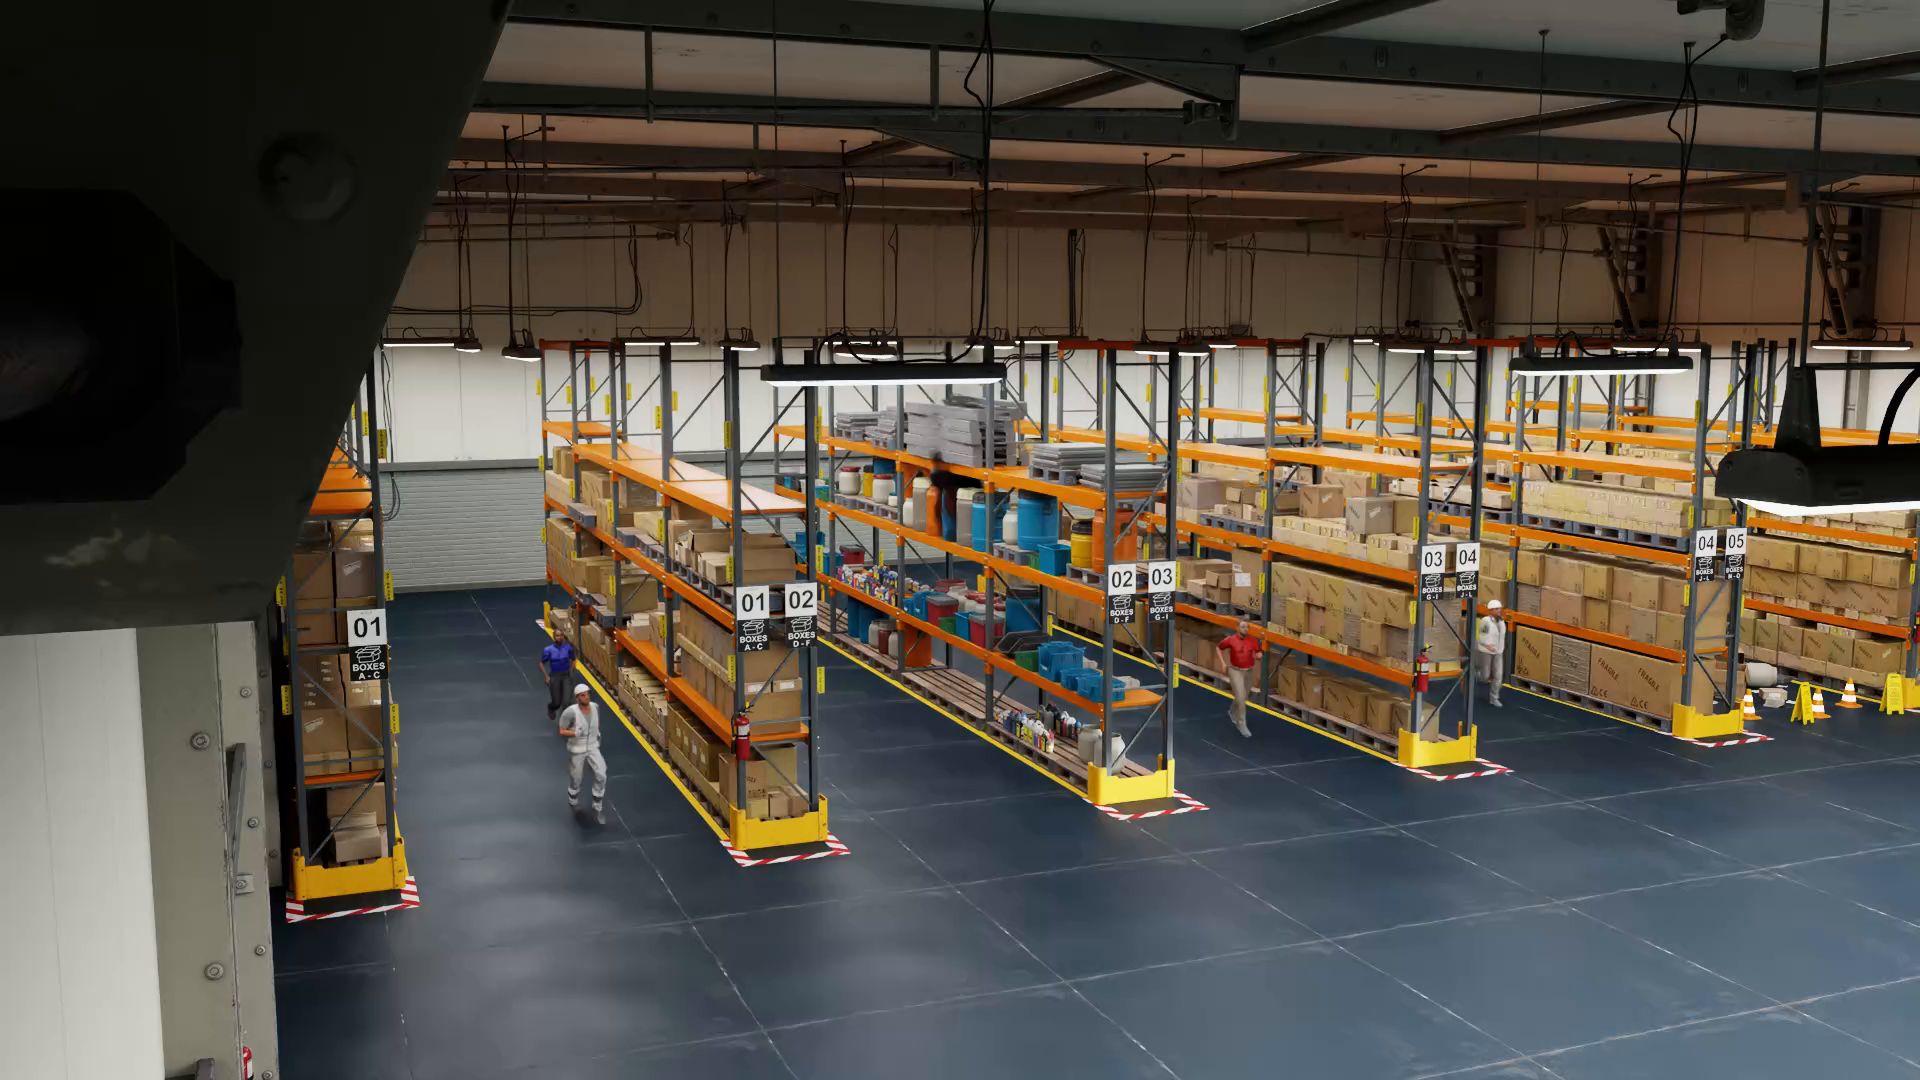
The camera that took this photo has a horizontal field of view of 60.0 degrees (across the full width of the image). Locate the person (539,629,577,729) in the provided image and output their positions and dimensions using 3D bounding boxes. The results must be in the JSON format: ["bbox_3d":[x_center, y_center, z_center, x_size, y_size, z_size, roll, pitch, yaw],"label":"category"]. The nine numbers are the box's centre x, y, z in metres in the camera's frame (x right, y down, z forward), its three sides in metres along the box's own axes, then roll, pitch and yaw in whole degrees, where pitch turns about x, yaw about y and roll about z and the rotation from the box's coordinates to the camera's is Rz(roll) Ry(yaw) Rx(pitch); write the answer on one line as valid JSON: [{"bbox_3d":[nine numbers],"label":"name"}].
[{"bbox_3d":[-6.259,2.177,25.973,0.582,1.618,0.578,-4,8,-28],"label":"person"}]

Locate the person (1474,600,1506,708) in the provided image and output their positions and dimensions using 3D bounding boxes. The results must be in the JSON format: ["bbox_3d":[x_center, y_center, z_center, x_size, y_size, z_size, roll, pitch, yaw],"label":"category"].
[{"bbox_3d":[8.852,1.863,27.820,0.683,1.765,0.895,-3,8,-23],"label":"person"}]

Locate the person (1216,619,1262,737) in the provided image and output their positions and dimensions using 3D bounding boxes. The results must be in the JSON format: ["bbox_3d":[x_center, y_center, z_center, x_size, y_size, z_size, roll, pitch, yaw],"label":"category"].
[{"bbox_3d":[4.370,2.101,25.834,0.653,1.748,0.921,-3,8,-21],"label":"person"}]

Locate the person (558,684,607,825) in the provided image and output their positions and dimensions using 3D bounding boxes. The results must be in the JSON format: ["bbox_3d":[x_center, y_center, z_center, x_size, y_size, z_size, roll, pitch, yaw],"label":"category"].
[{"bbox_3d":[-4.831,2.712,21.185,0.631,1.823,0.825,-5,9,-33],"label":"person"}]
